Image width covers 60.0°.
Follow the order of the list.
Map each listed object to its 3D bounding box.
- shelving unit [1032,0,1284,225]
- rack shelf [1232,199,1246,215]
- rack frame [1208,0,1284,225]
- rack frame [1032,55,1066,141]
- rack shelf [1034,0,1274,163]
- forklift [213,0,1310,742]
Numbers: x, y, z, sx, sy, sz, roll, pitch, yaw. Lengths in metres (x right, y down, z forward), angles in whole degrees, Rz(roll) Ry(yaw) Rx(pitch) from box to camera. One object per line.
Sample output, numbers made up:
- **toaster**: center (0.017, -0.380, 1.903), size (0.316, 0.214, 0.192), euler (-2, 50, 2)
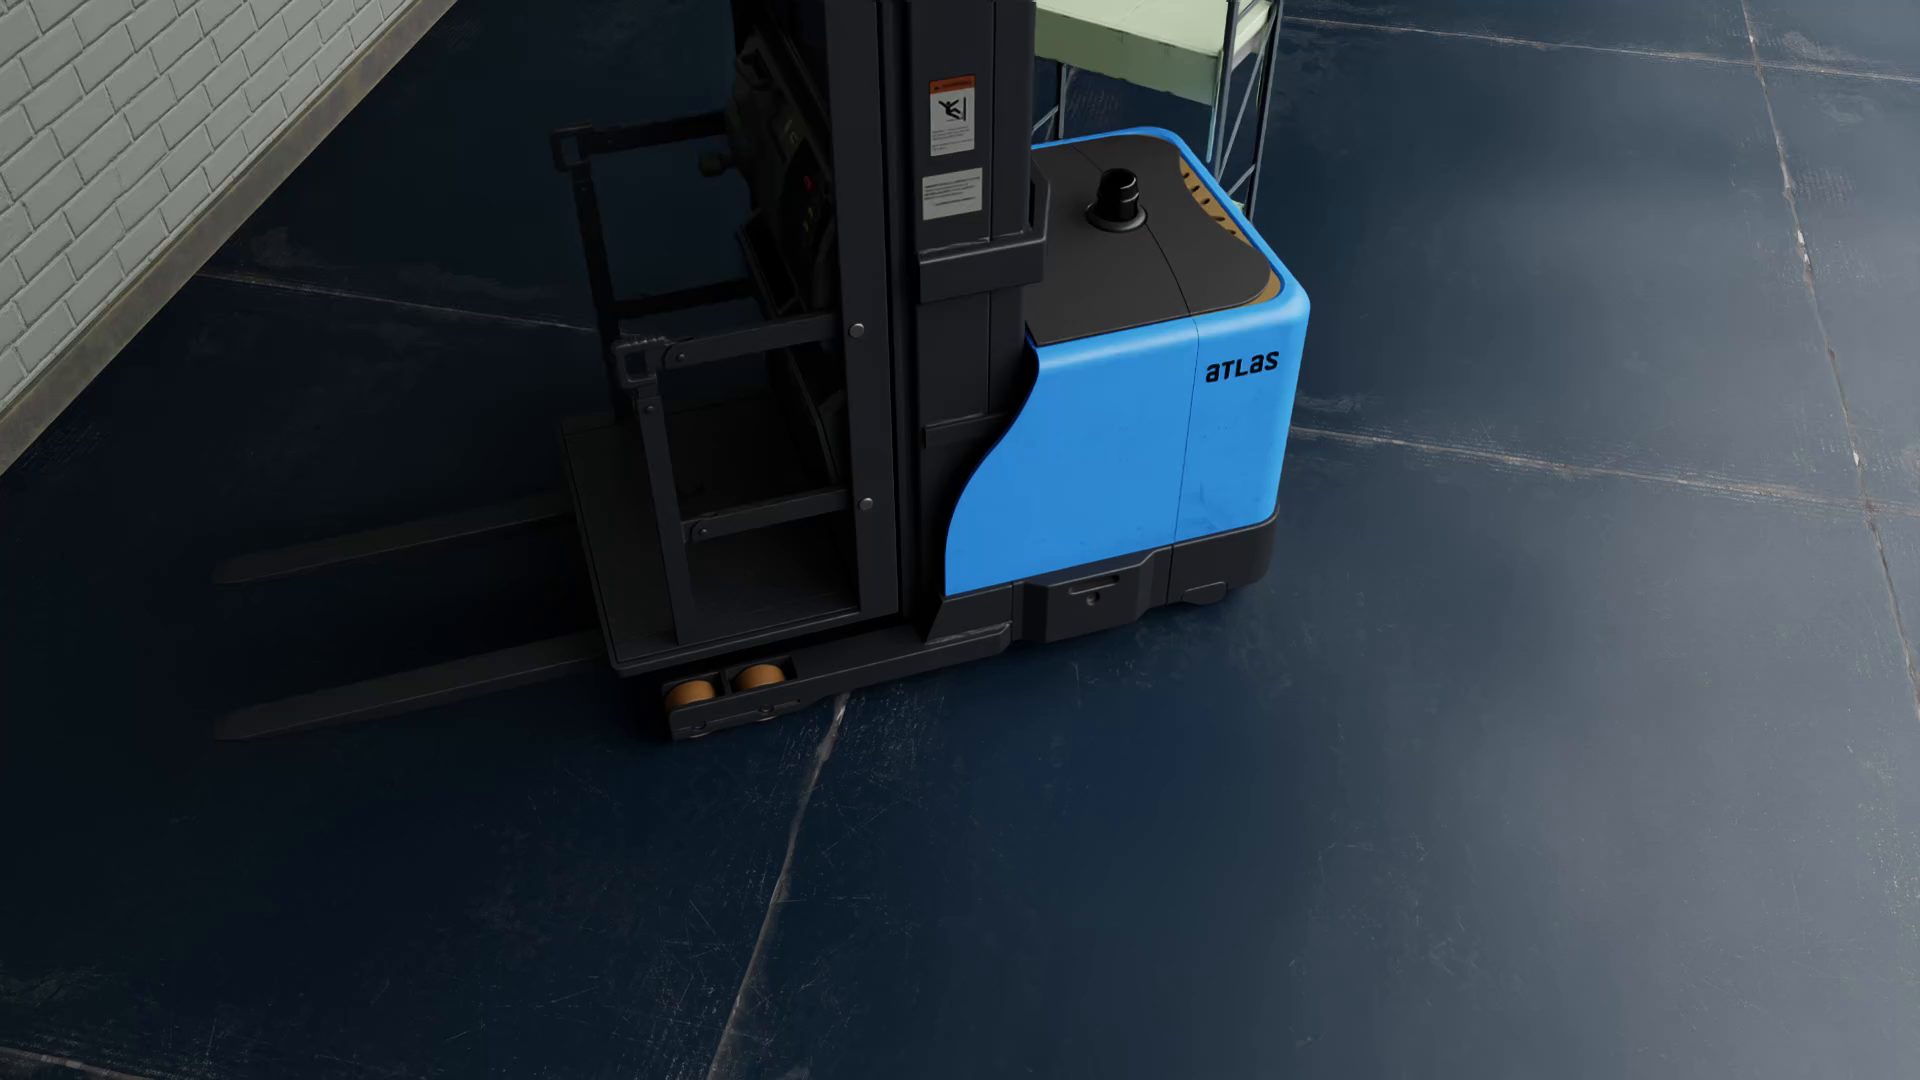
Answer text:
- **shelving unit**: center (0.560, -1.251, 5.468), size (0.755, 1.500, 0.431), euler (23, 48, 22)
- **rack shelf**: center (0.560, -1.016, 5.694), size (0.720, 0.370, 0.431), euler (23, 48, 22)
- **rack frame**: center (0.873, -1.119, 5.331), size (0.023, 1.500, 0.400), euler (23, 48, 22)
- **rack frame**: center (0.247, -1.383, 5.605), size (0.023, 1.500, 0.400), euler (23, 48, 22)
- **rack shelf**: center (0.560, -1.532, 5.198), size (0.720, 0.370, 0.431), euler (23, 48, 22)
- **forklift**: center (-0.631, -0.914, 4.086), size (3.031, 2.935, 1.130), euler (-13, 45, -13)
